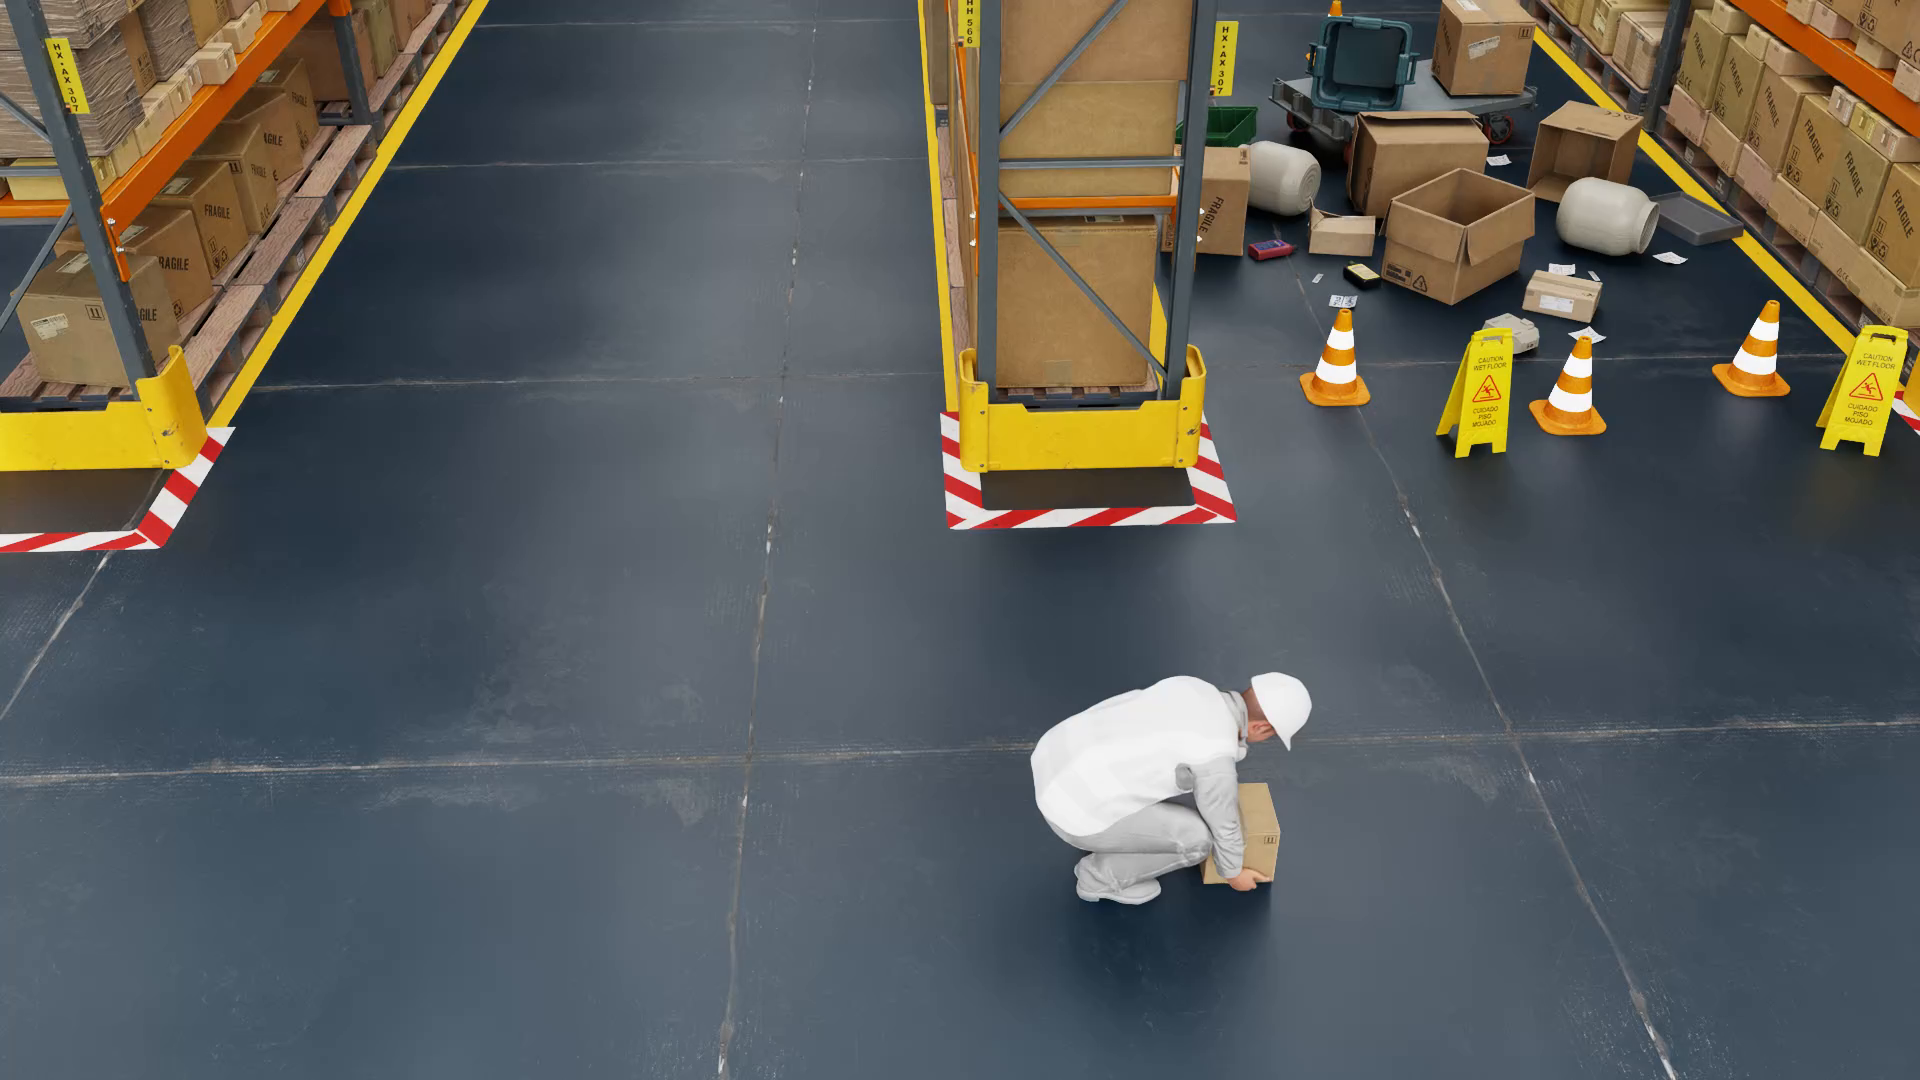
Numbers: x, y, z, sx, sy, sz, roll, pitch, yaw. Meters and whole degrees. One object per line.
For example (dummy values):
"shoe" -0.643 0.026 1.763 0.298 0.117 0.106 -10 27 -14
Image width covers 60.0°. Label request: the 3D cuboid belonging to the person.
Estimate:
"person" 0.726 0.871 5.809 0.952 0.878 0.521 -2 35 -3
